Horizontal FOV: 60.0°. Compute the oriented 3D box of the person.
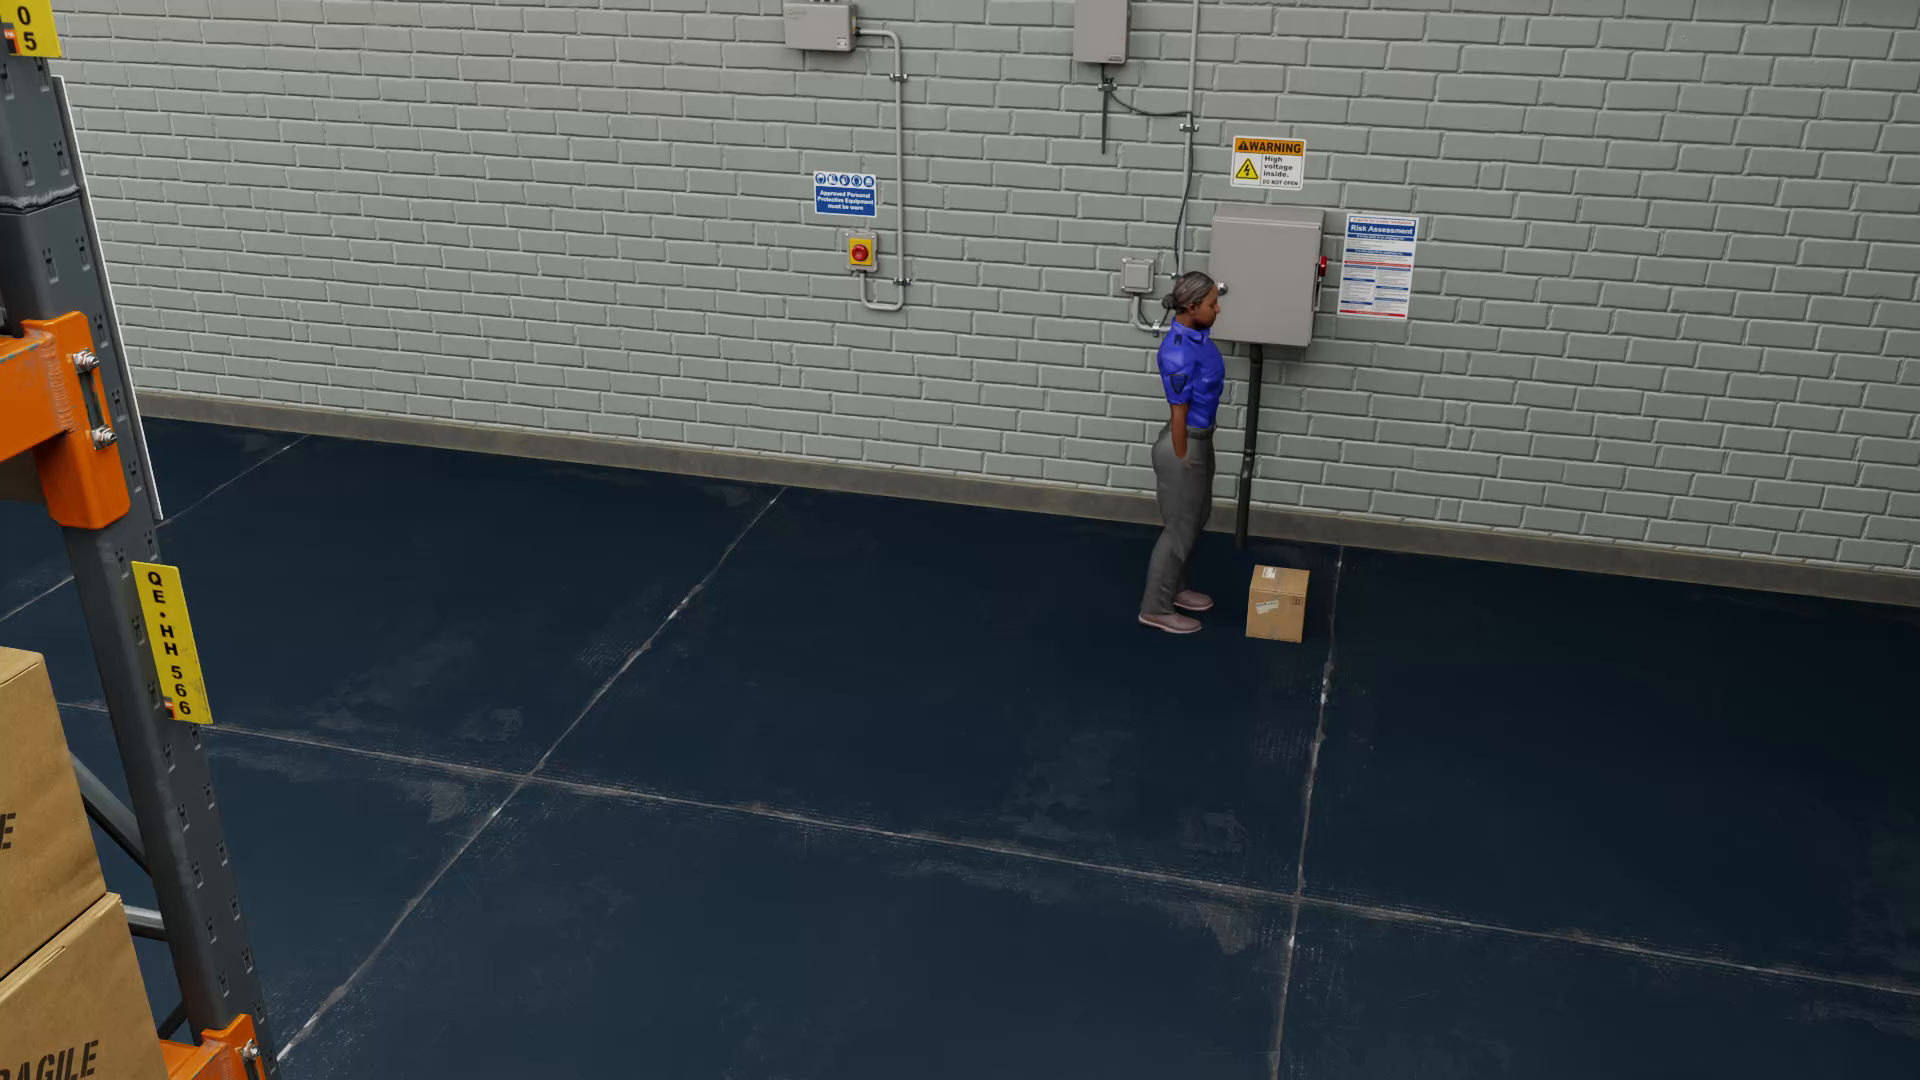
[{"bbox_3d":[1.019,-0.397,7.464,0.314,1.661,0.437,7,26,14],"label":"person"}]
